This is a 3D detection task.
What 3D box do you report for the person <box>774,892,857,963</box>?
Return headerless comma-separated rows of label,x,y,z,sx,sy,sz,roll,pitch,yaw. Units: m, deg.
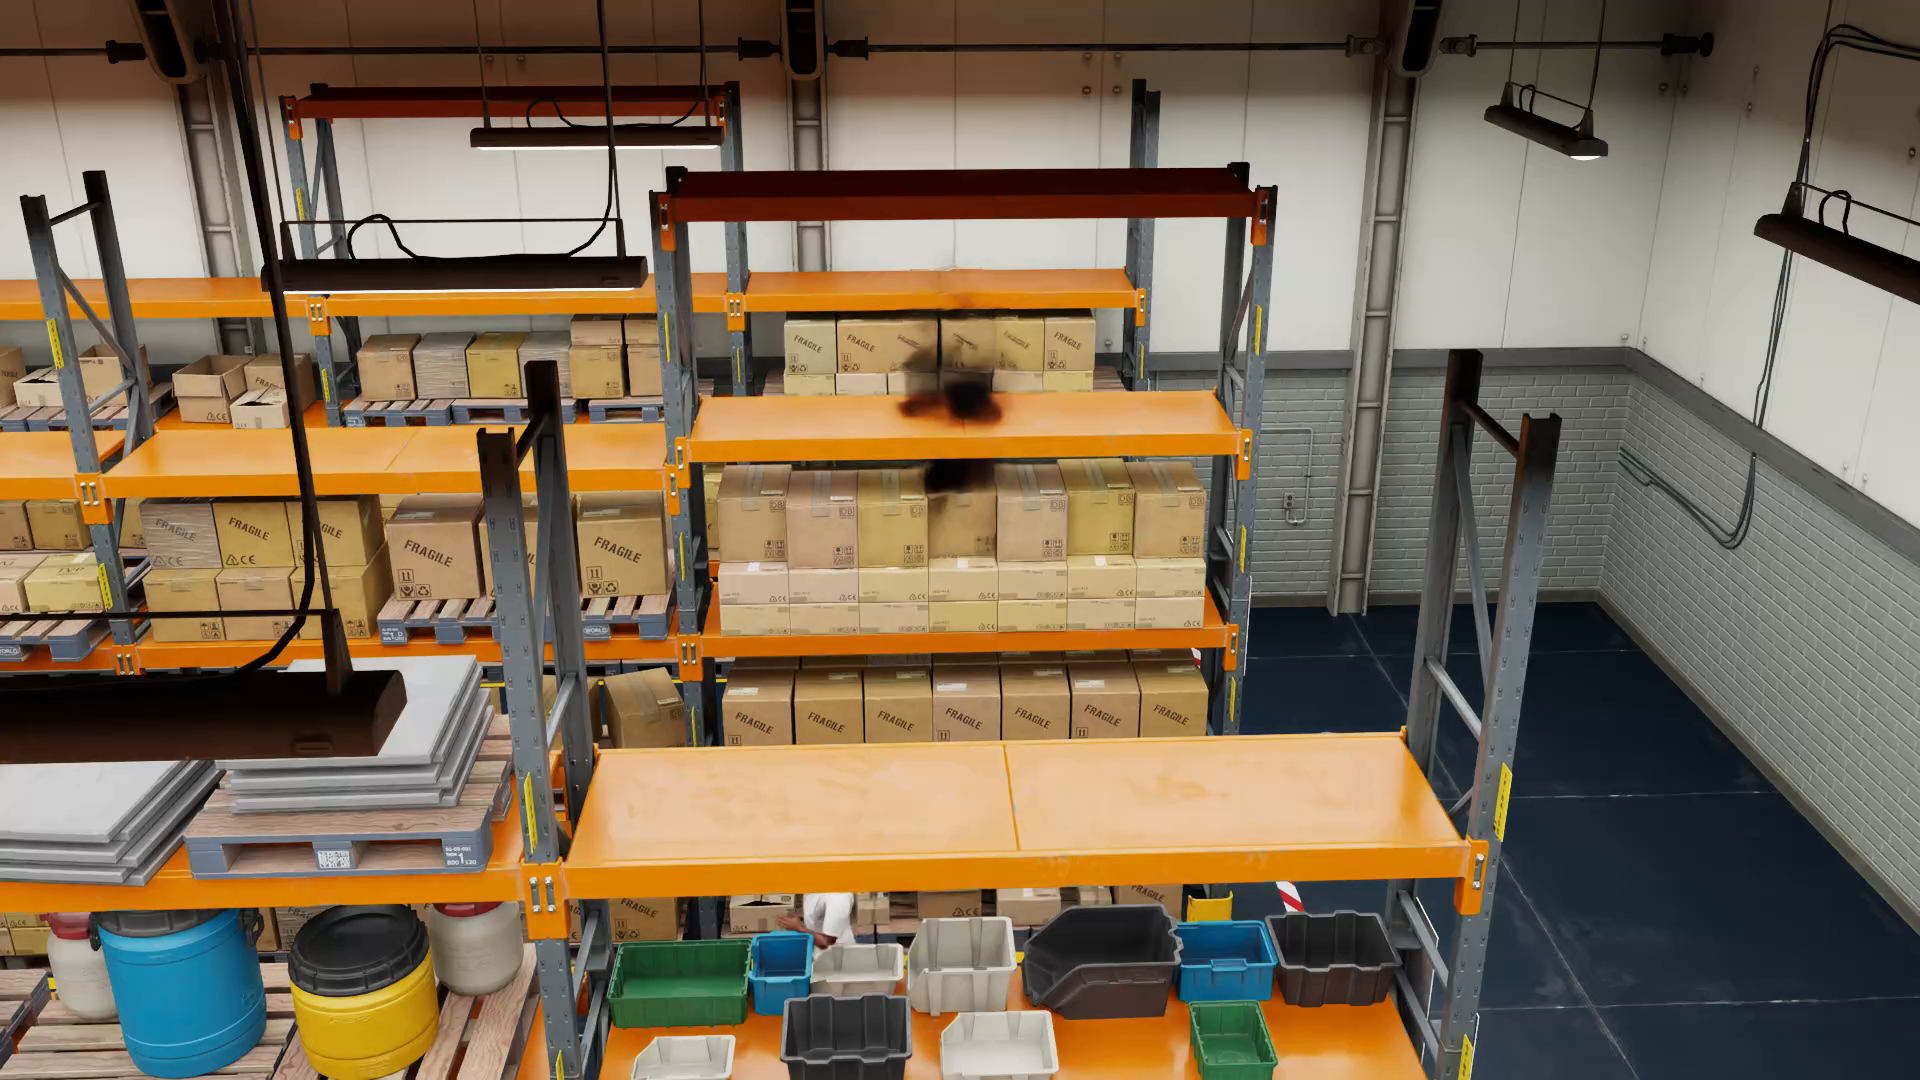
person,-0.871,2.770,11.186,0.753,1.828,0.678,-5,23,-13
